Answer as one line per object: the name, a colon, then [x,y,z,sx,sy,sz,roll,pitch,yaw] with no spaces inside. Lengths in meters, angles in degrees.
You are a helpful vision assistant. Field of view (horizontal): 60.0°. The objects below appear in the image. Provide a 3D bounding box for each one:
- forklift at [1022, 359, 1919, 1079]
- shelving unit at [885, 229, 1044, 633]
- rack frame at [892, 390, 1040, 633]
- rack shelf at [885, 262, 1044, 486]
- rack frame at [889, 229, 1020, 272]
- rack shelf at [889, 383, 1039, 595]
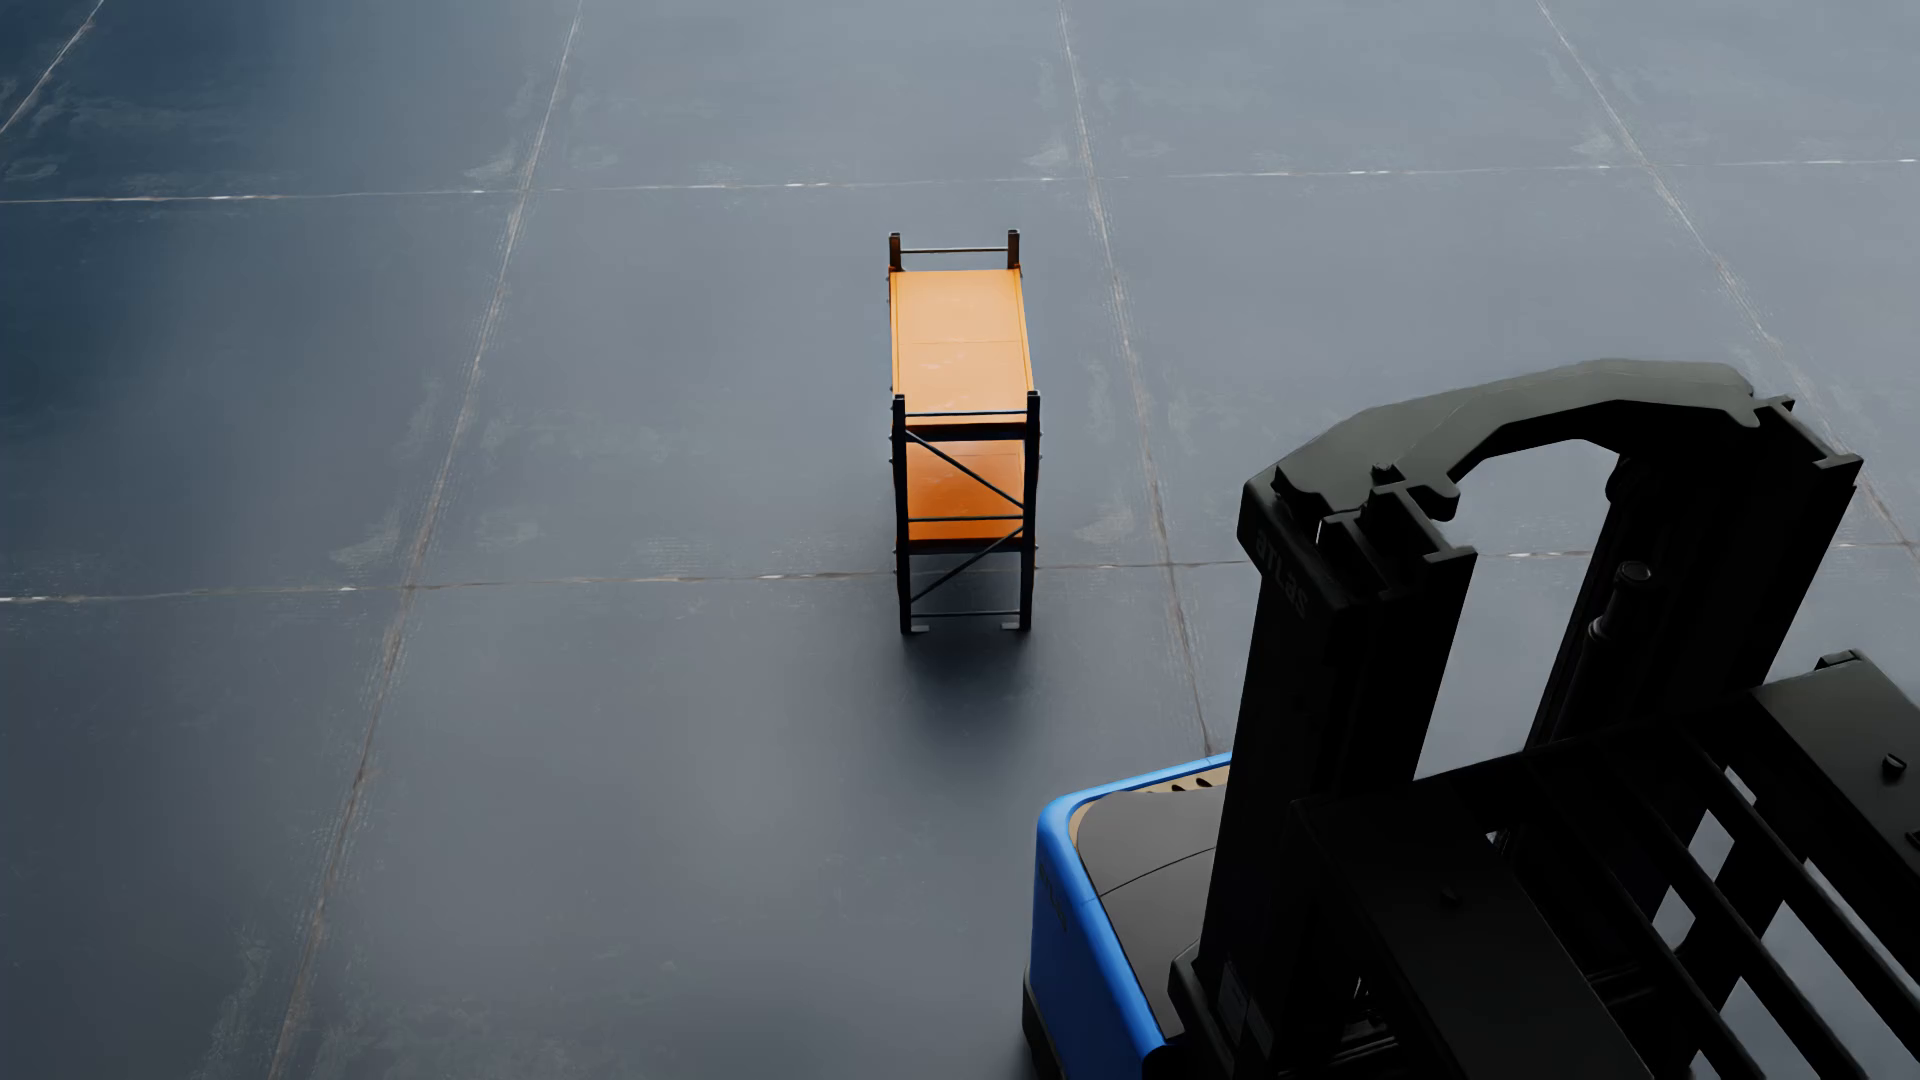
forklift: [1.130,1.251,3.216,1.130,2.935,3.031,-12,44,-13]
shelving unit: [0.000,-0.419,6.375,0.538,1.125,1.048,-2,43,-2]
rack frame: [0.021,-0.076,6.000,0.500,1.125,0.032,-2,43,-2]
rack shelf: [0.000,-0.635,6.177,0.538,0.278,1.000,-2,43,-2]
rack frame: [-0.022,-0.762,6.749,0.500,1.125,0.032,-2,43,-2]
rack shelf: [0.000,-0.239,6.540,0.538,0.278,1.000,-2,43,-2]
